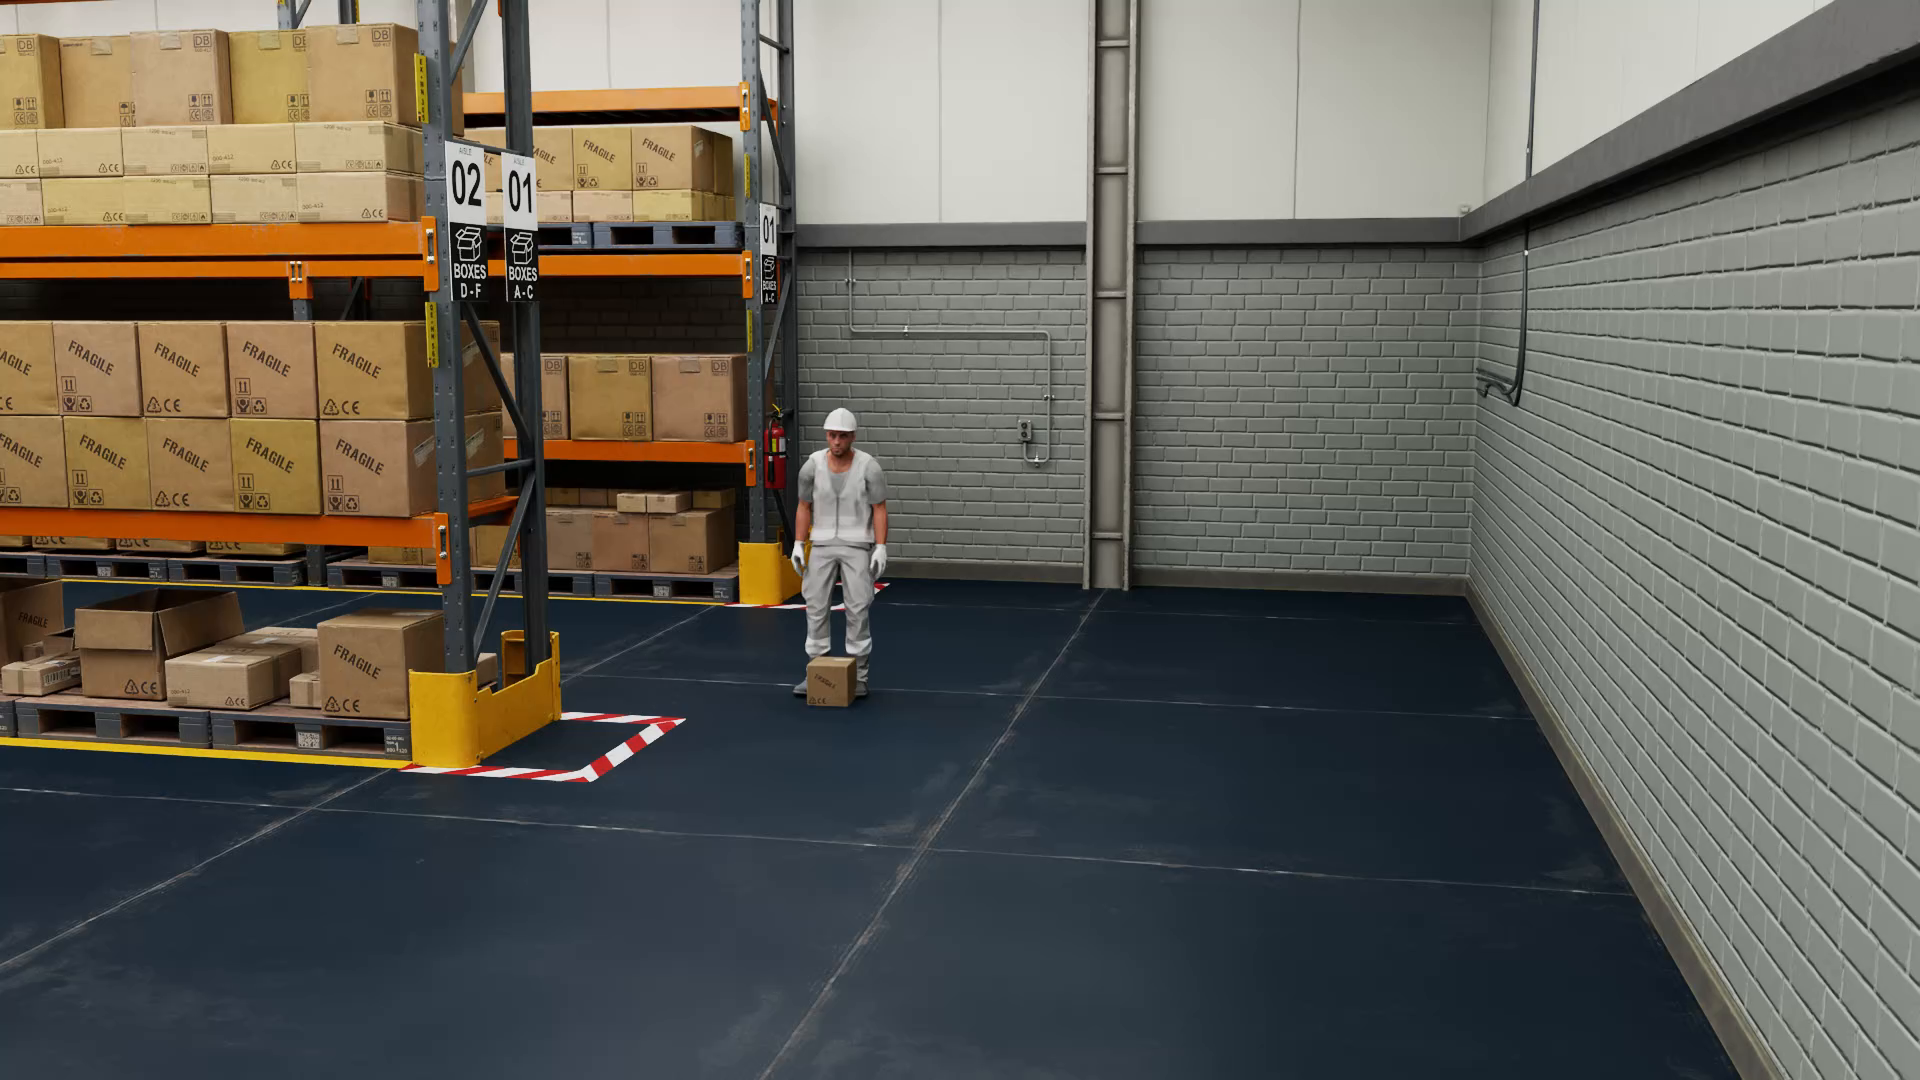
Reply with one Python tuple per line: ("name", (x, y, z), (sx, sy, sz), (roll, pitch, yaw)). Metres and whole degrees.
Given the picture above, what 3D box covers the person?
("person", (-0.739, 0.075, 10.222), (0.609, 1.777, 0.453), (1, 8, 8))
